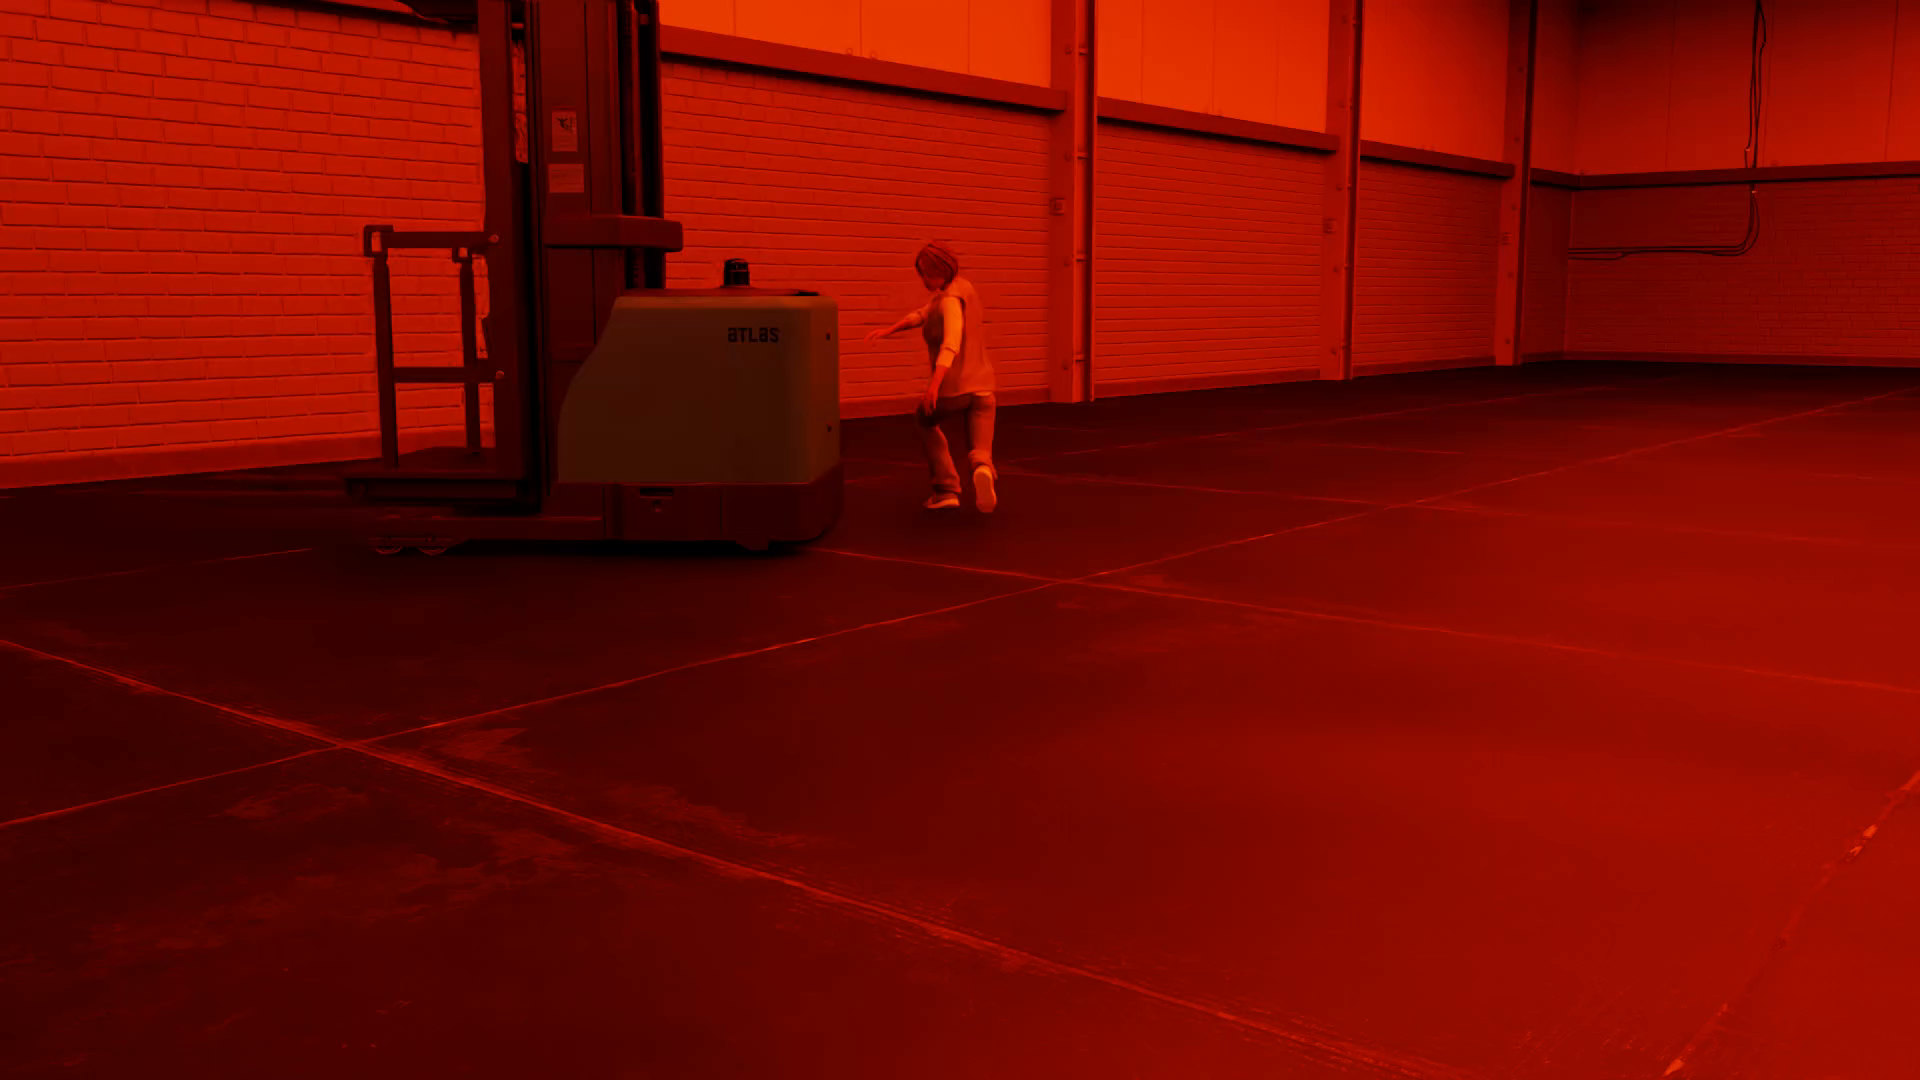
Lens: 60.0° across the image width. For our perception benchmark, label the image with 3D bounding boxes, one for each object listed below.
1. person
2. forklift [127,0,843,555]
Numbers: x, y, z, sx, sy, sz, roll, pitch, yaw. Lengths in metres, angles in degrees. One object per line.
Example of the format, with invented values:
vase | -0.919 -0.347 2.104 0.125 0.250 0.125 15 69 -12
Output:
person | -0.062 -0.774 8.176 0.576 1.375 0.848 -5 10 -33
forklift | -2.088 -1.462 7.275 3.031 2.935 1.130 1 8 4
